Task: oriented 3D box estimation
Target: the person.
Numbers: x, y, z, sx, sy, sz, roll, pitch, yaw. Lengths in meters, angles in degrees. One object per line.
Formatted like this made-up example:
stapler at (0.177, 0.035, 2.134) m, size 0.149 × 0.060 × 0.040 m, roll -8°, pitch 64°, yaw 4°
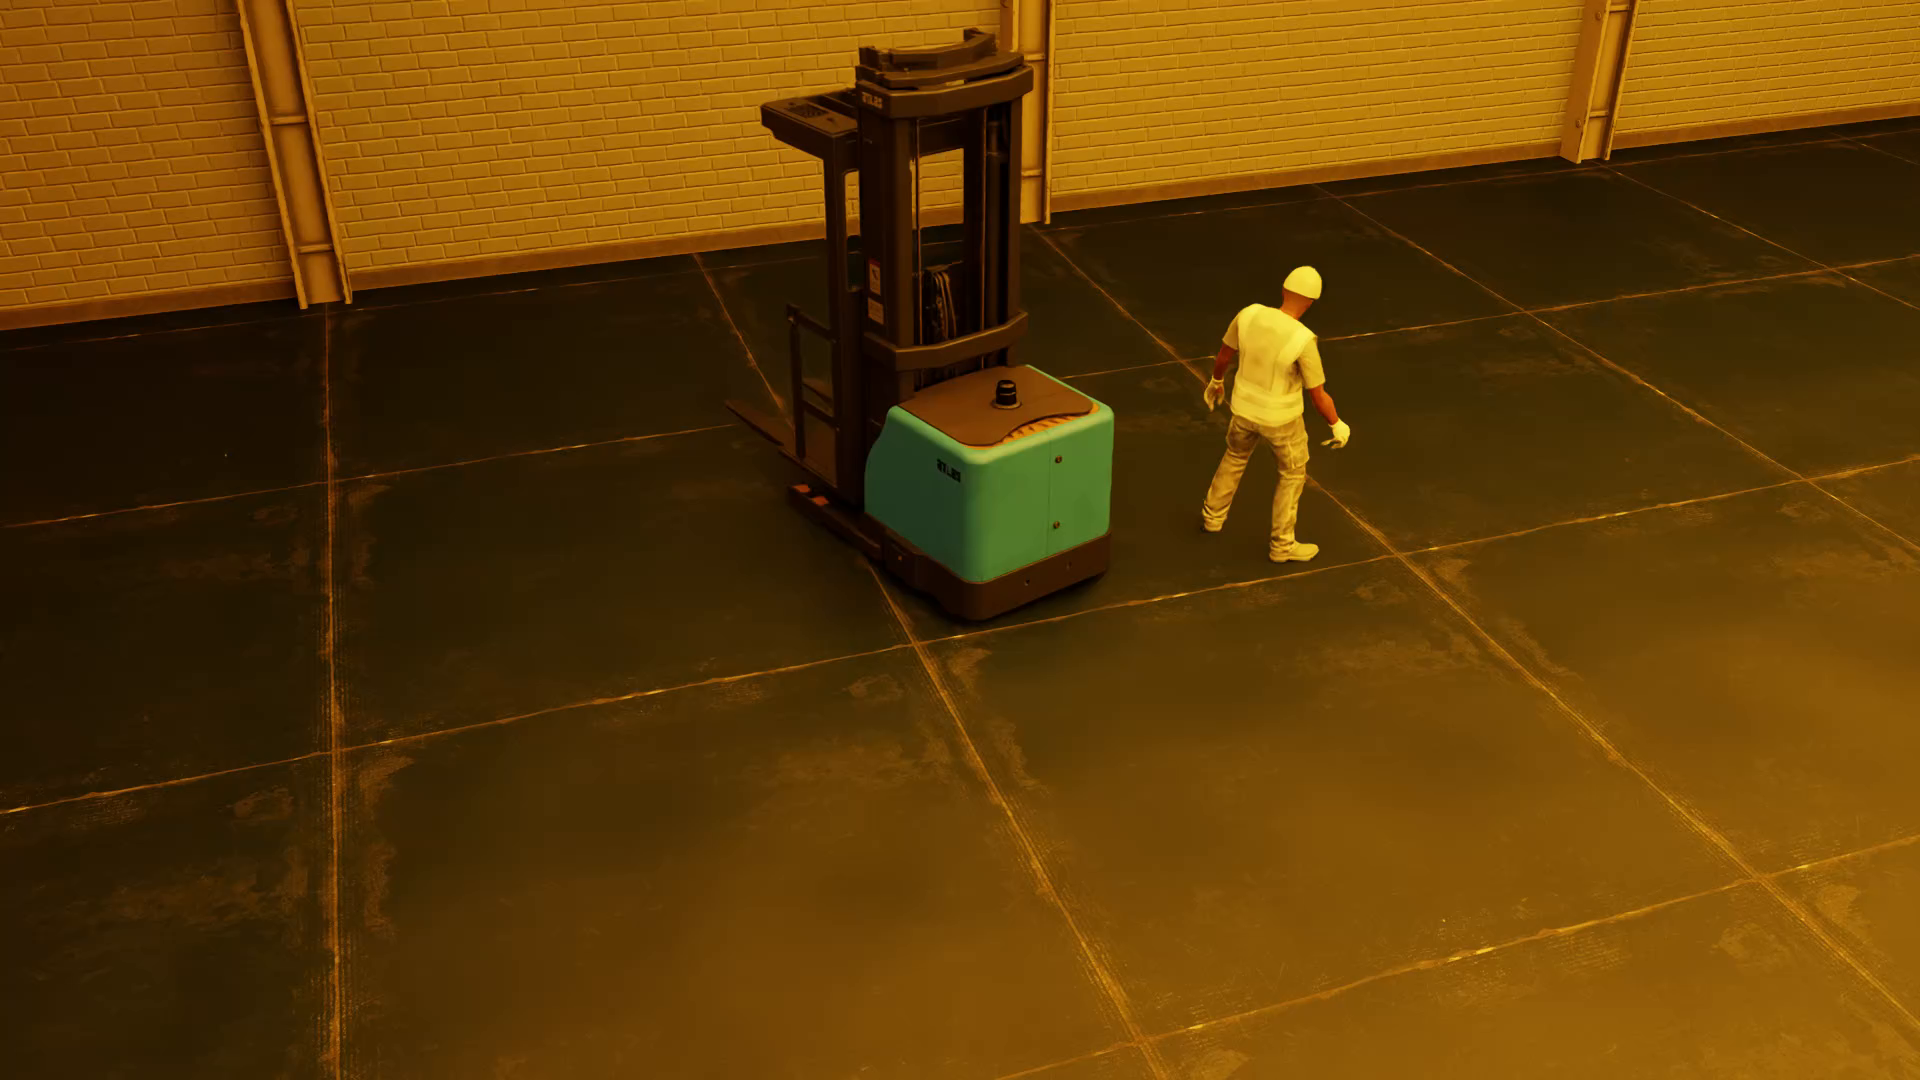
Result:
person at (1.813, -0.749, 9.576) m, size 0.405 × 1.748 × 0.881 m, roll -26°, pitch 39°, yaw -37°

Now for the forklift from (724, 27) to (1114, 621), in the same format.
forklift at (-0.418, -1.505, 9.703) m, size 1.130 × 2.935 × 3.031 m, roll -20°, pitch 36°, yaw -31°
